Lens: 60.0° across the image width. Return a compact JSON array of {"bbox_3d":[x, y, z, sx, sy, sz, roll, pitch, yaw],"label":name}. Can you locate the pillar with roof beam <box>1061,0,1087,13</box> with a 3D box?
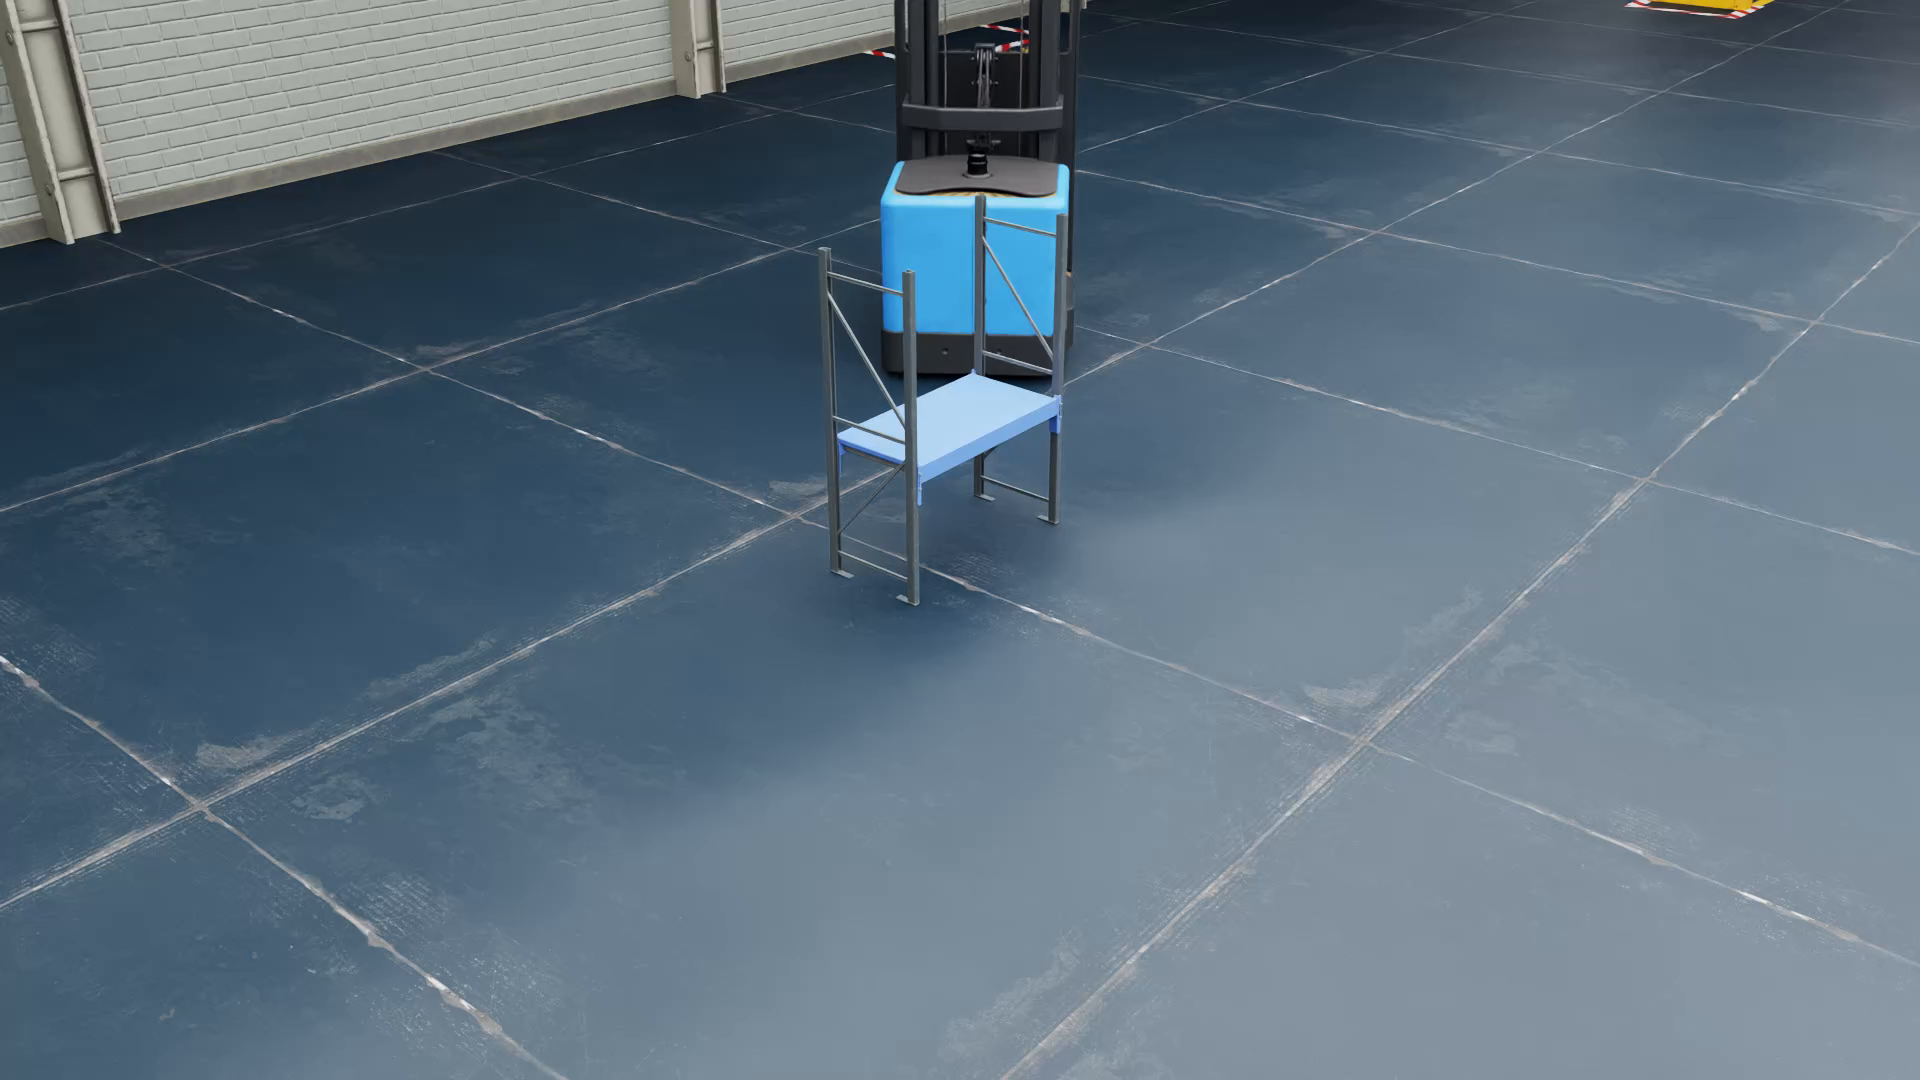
[{"bbox_3d":[4.623,-9.206,15.751,9.100,9.000,0.400,21,34,34],"label":"pillar with roof beam"}]

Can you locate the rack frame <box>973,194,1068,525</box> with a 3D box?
[{"bbox_3d":[0.269,-0.816,7.695,0.500,1.500,0.032,21,34,34],"label":"rack frame"}]

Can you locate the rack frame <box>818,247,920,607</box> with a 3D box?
[{"bbox_3d":[-0.378,-0.456,6.999,0.500,1.500,0.032,21,34,34],"label":"rack frame"}]

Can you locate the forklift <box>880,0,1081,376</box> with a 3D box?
[{"bbox_3d":[0.177,-2.868,10.105,1.130,2.935,3.031,2,27,4],"label":"forklift"}]

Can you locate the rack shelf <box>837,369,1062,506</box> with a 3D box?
[{"bbox_3d":[-0.054,-0.476,7.430,0.538,0.185,1.000,21,34,34],"label":"rack shelf"}]

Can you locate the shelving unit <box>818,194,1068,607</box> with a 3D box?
[{"bbox_3d":[-0.054,-0.636,7.347,0.538,1.500,1.048,21,34,34],"label":"shelving unit"}]

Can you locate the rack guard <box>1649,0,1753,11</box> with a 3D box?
[{"bbox_3d":[9.150,-6.860,20.467,1.175,0.500,0.348,21,34,34],"label":"rack guard"}]

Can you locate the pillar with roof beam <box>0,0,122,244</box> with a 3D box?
[{"bbox_3d":[-3.009,-4.951,7.527,9.100,9.000,0.400,21,34,34],"label":"pillar with roof beam"}]

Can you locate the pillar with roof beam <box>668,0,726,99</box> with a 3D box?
[{"bbox_3d":[0.807,-7.078,11.639,9.100,9.000,0.400,21,34,34],"label":"pillar with roof beam"}]
